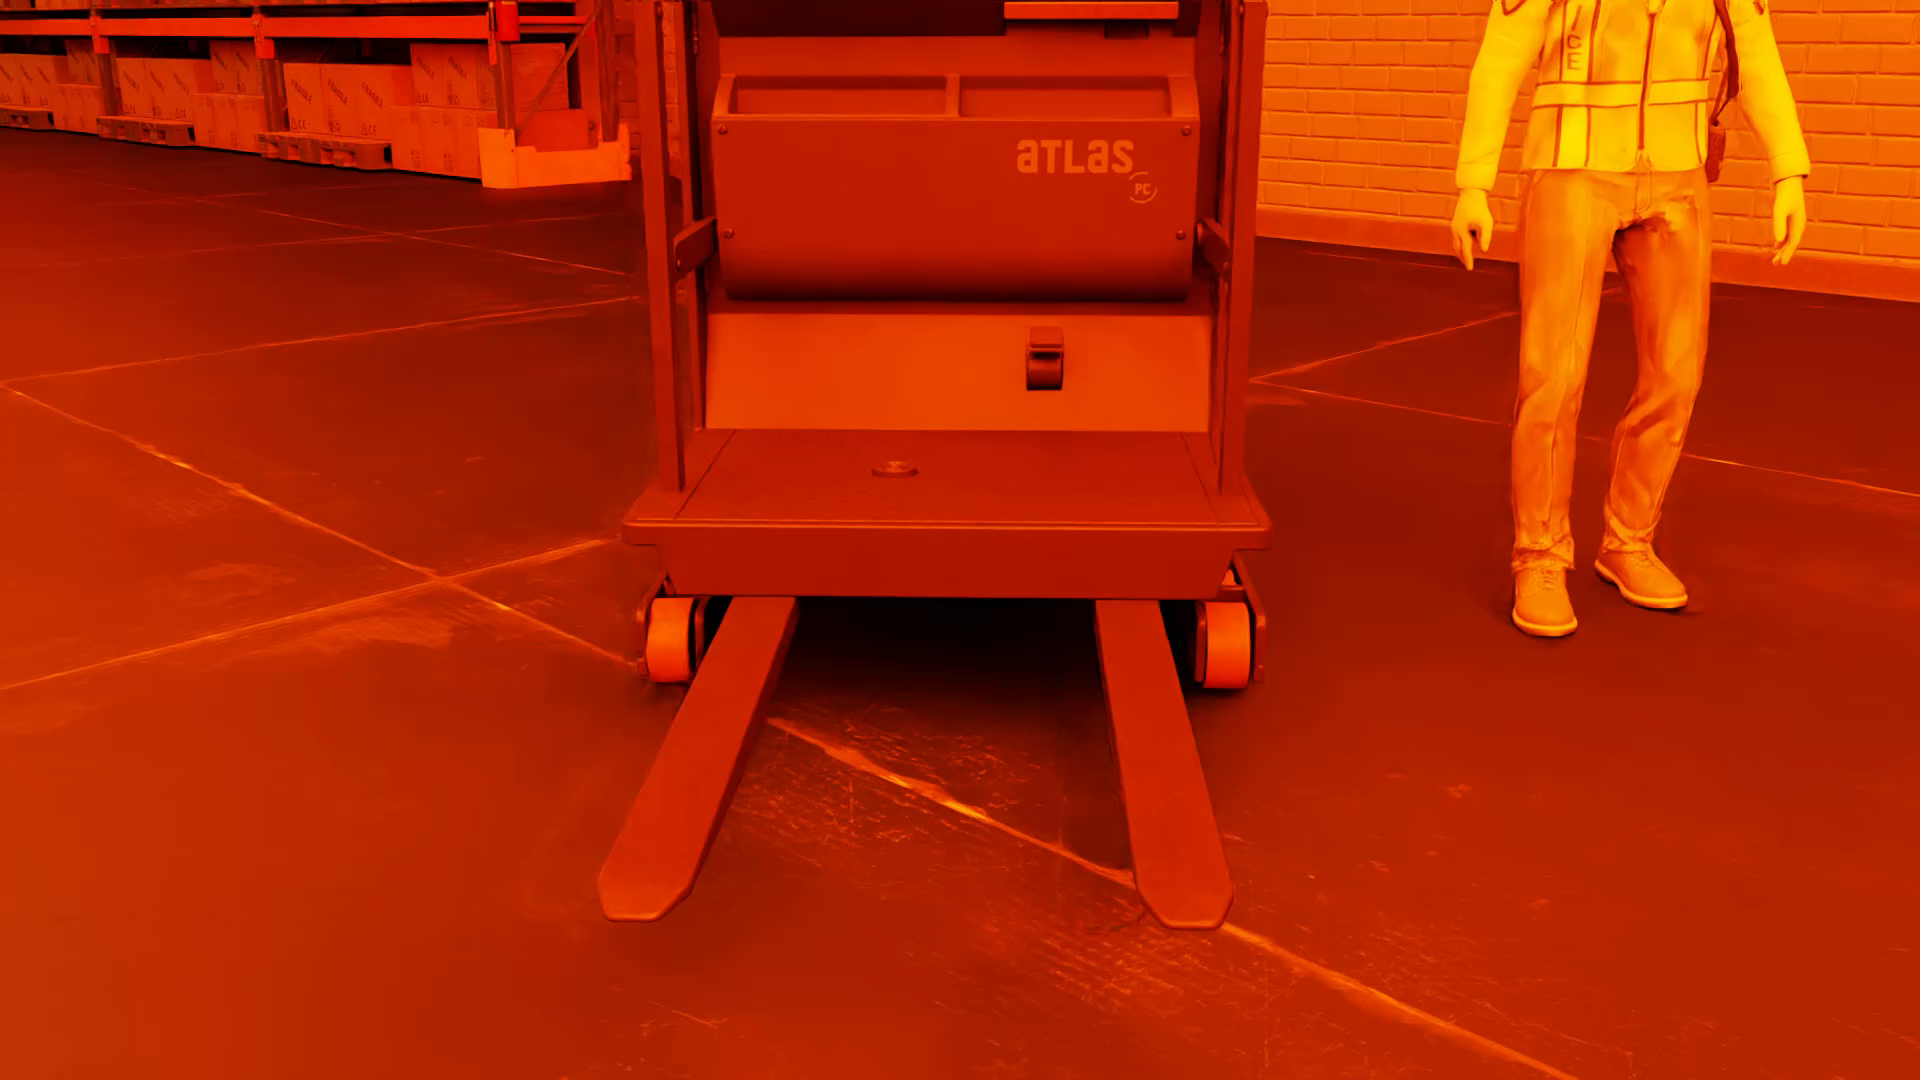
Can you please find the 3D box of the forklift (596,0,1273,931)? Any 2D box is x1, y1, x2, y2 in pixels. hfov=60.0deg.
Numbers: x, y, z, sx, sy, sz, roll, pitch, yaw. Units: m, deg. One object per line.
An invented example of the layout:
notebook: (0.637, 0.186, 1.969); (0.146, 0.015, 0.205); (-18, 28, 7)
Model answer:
forklift: (-0.012, -1.221, 2.879); (1.130, 2.935, 3.031); (0, 17, 2)

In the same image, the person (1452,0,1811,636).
person: (1.316, -0.665, 3.237); (0.657, 1.661, 0.478); (0, 17, -1)
